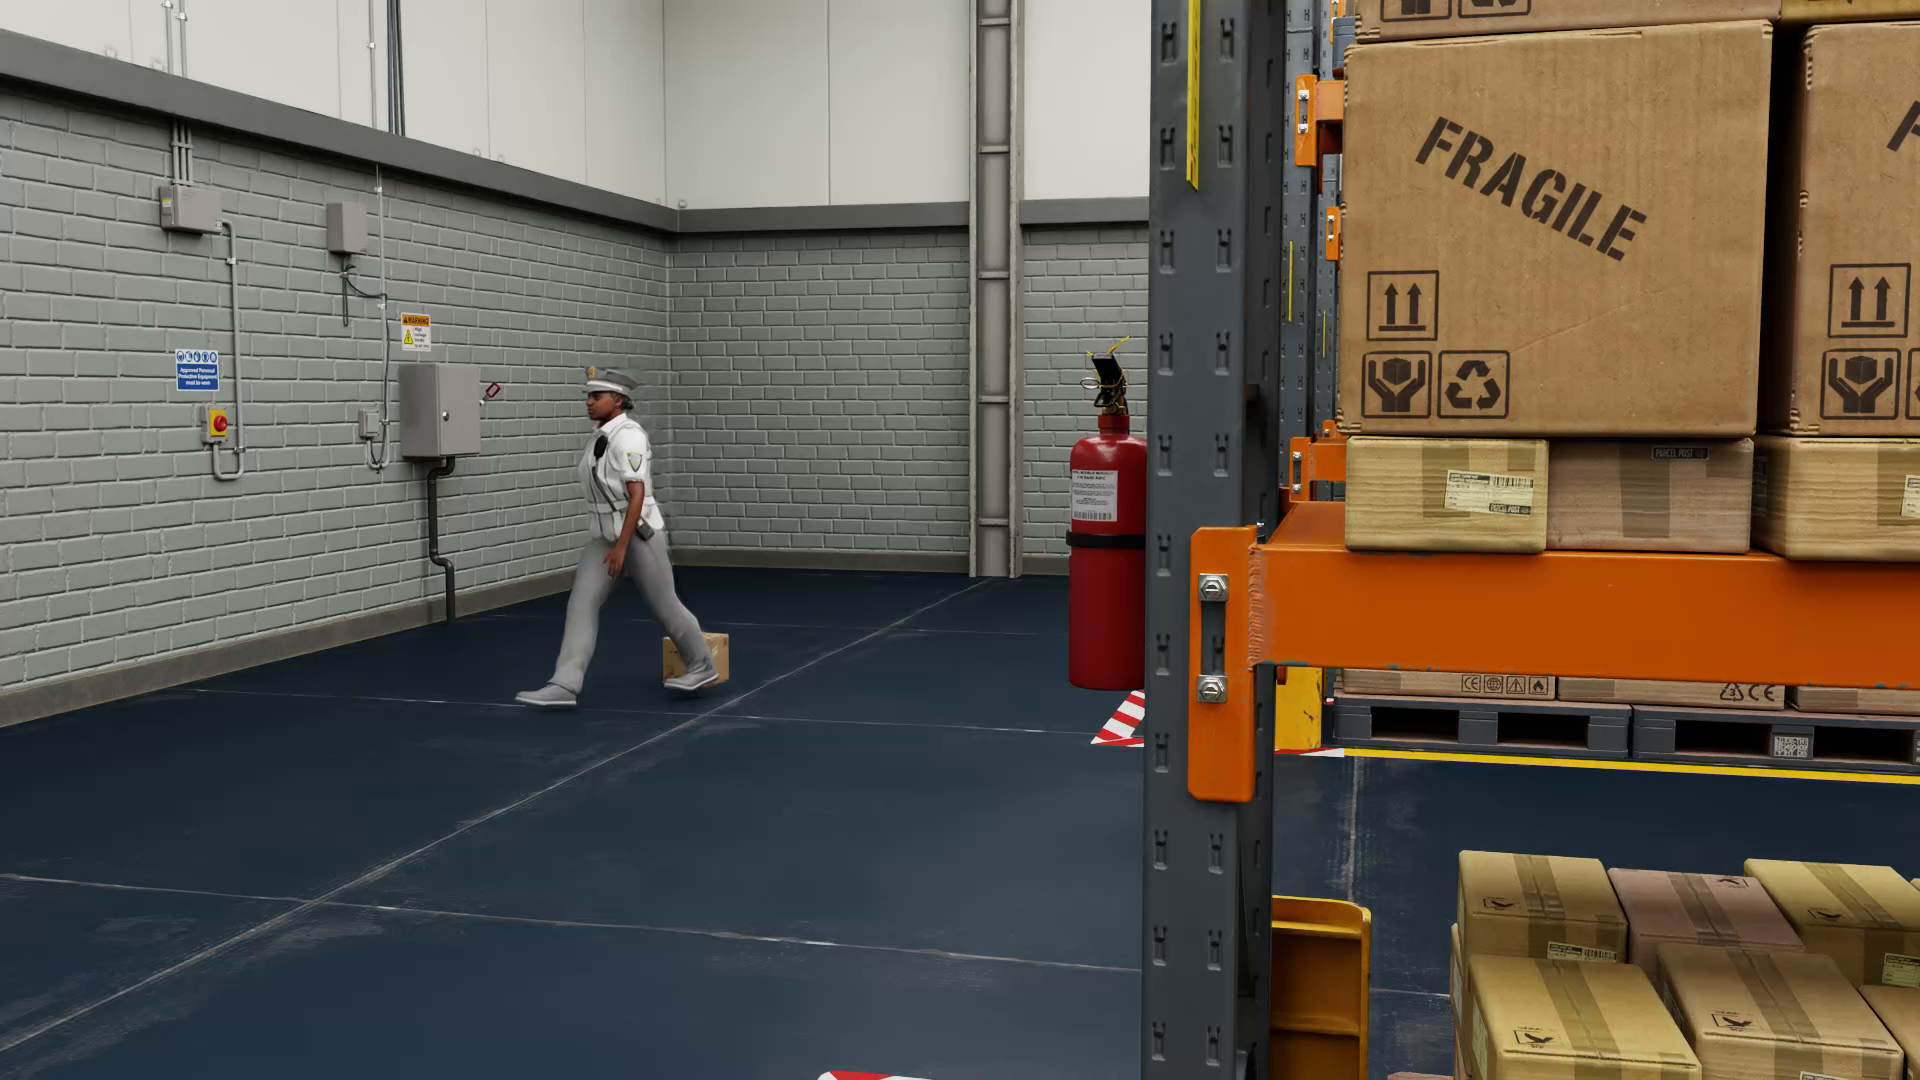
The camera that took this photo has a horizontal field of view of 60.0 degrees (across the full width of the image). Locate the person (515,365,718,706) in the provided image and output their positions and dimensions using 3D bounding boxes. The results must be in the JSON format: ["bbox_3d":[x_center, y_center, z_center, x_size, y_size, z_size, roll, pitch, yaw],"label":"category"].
[{"bbox_3d":[-1.621,-0.023,7.970,1.032,1.618,0.476,-5,7,-42],"label":"person"}]
